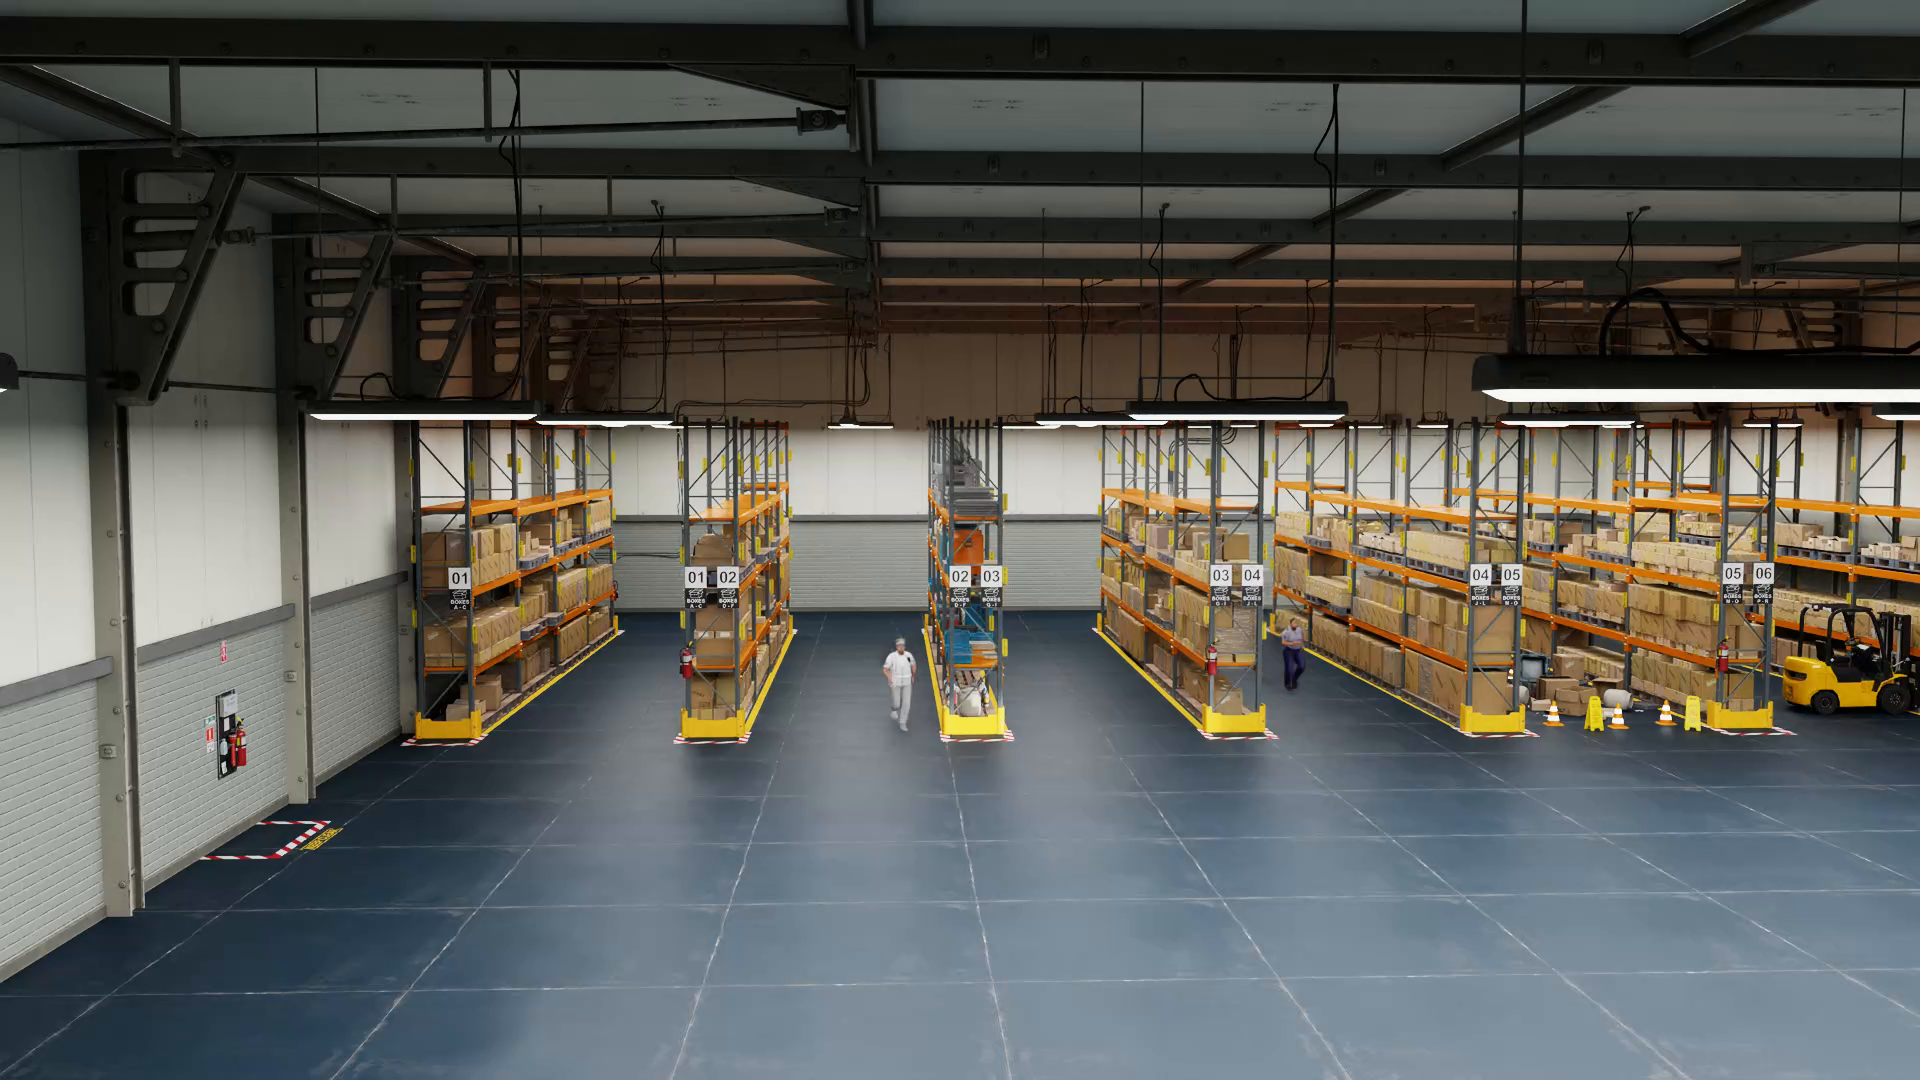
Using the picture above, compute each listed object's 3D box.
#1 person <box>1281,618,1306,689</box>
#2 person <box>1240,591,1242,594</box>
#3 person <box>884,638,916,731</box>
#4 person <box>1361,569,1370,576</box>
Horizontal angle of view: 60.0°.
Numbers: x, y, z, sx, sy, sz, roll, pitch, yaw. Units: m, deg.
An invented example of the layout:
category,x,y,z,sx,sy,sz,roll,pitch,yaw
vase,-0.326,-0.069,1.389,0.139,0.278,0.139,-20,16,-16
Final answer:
category,x,y,z,sx,sy,sz,roll,pitch,yaw
person,7.360,2.508,36.684,0.632,1.599,0.756,-1,4,-16
person,8.455,1.720,48.379,0.616,1.734,0.700,-3,5,-40
person,-1.143,2.762,32.131,0.663,1.758,0.752,-1,4,-13
person,11.977,1.686,49.262,0.624,1.647,0.594,0,4,0
